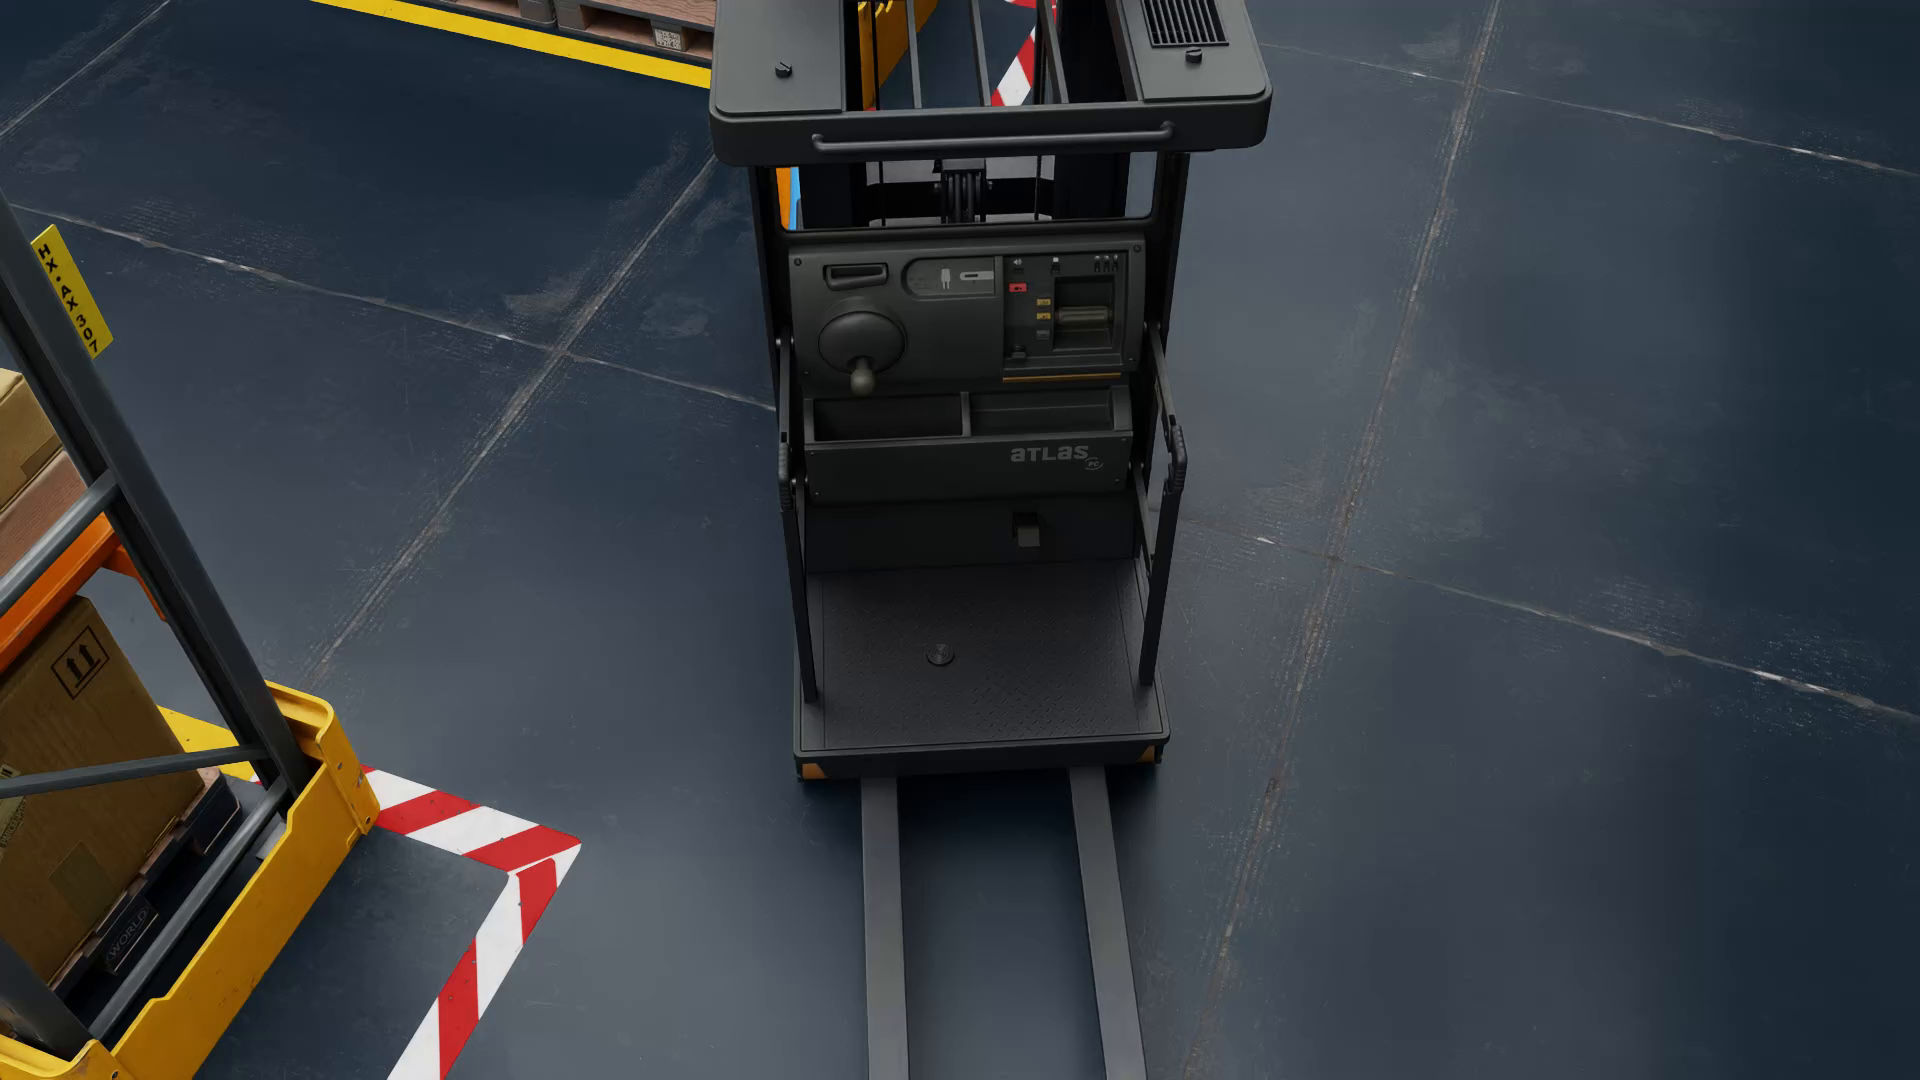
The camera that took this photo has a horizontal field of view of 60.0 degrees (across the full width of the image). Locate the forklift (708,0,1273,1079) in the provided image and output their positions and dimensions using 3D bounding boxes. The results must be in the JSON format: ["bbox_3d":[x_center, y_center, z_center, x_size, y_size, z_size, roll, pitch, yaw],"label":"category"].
[{"bbox_3d":[0.038,-0.491,4.236,1.130,2.935,3.031,-3,49,-2],"label":"forklift"}]

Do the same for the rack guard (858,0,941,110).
[{"bbox_3d":[-0.380,-2.518,7.601,0.348,0.500,1.175,16,51,13],"label":"rack guard"}]

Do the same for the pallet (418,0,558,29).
[{"bbox_3d":[-2.308,-2.984,8.197,1.213,0.211,1.003,16,51,13],"label":"pallet"}]

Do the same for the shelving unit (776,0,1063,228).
[{"bbox_3d":[-0.192,-1.387,5.959,1.083,1.500,0.587,-4,49,-4],"label":"shelving unit"}]

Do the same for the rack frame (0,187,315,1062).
[{"bbox_3d":[-2.124,0.177,3.611,0.127,3.000,1.000,16,51,13],"label":"rack frame"}]

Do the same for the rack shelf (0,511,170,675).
[{"bbox_3d":[-4.000,-0.111,4.337,4.000,0.370,1.077,16,51,13],"label":"rack shelf"}]

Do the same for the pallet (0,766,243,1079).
[{"bbox_3d":[-2.901,0.937,4.799,1.213,0.211,1.003,16,51,13],"label":"pallet"}]

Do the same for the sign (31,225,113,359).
[{"bbox_3d":[-1.926,-0.524,3.594,0.005,0.325,0.100,16,51,13],"label":"sign"}]

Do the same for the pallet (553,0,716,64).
[{"bbox_3d":[-1.167,-2.664,7.919,1.213,0.211,1.003,16,51,13],"label":"pallet"}]

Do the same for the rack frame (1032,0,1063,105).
[{"bbox_3d":[0.305,-1.425,5.992,0.032,1.500,0.500,-4,49,-4],"label":"rack frame"}]

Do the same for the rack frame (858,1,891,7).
[{"bbox_3d":[-0.407,-3.334,6.654,0.127,3.000,1.000,16,51,13],"label":"rack frame"}]

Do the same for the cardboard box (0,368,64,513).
[{"bbox_3d":[-2.480,-0.188,3.830,0.500,0.250,0.500,14,51,12],"label":"cardboard box"}]

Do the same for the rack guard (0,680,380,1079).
[{"bbox_3d":[-2.101,1.002,4.550,0.348,0.500,1.175,16,51,13],"label":"rack guard"}]

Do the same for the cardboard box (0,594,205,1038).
[{"bbox_3d":[-2.752,0.625,4.352,0.875,0.875,0.875,16,51,13],"label":"cardboard box"}]

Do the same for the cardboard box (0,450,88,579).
[{"bbox_3d":[-2.342,-0.067,3.990,0.250,0.149,0.380,16,51,14],"label":"cardboard box"}]

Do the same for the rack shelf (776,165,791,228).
[{"bbox_3d":[-0.201,-1.268,6.094,1.000,0.185,0.538,-4,49,-4],"label":"rack shelf"}]
